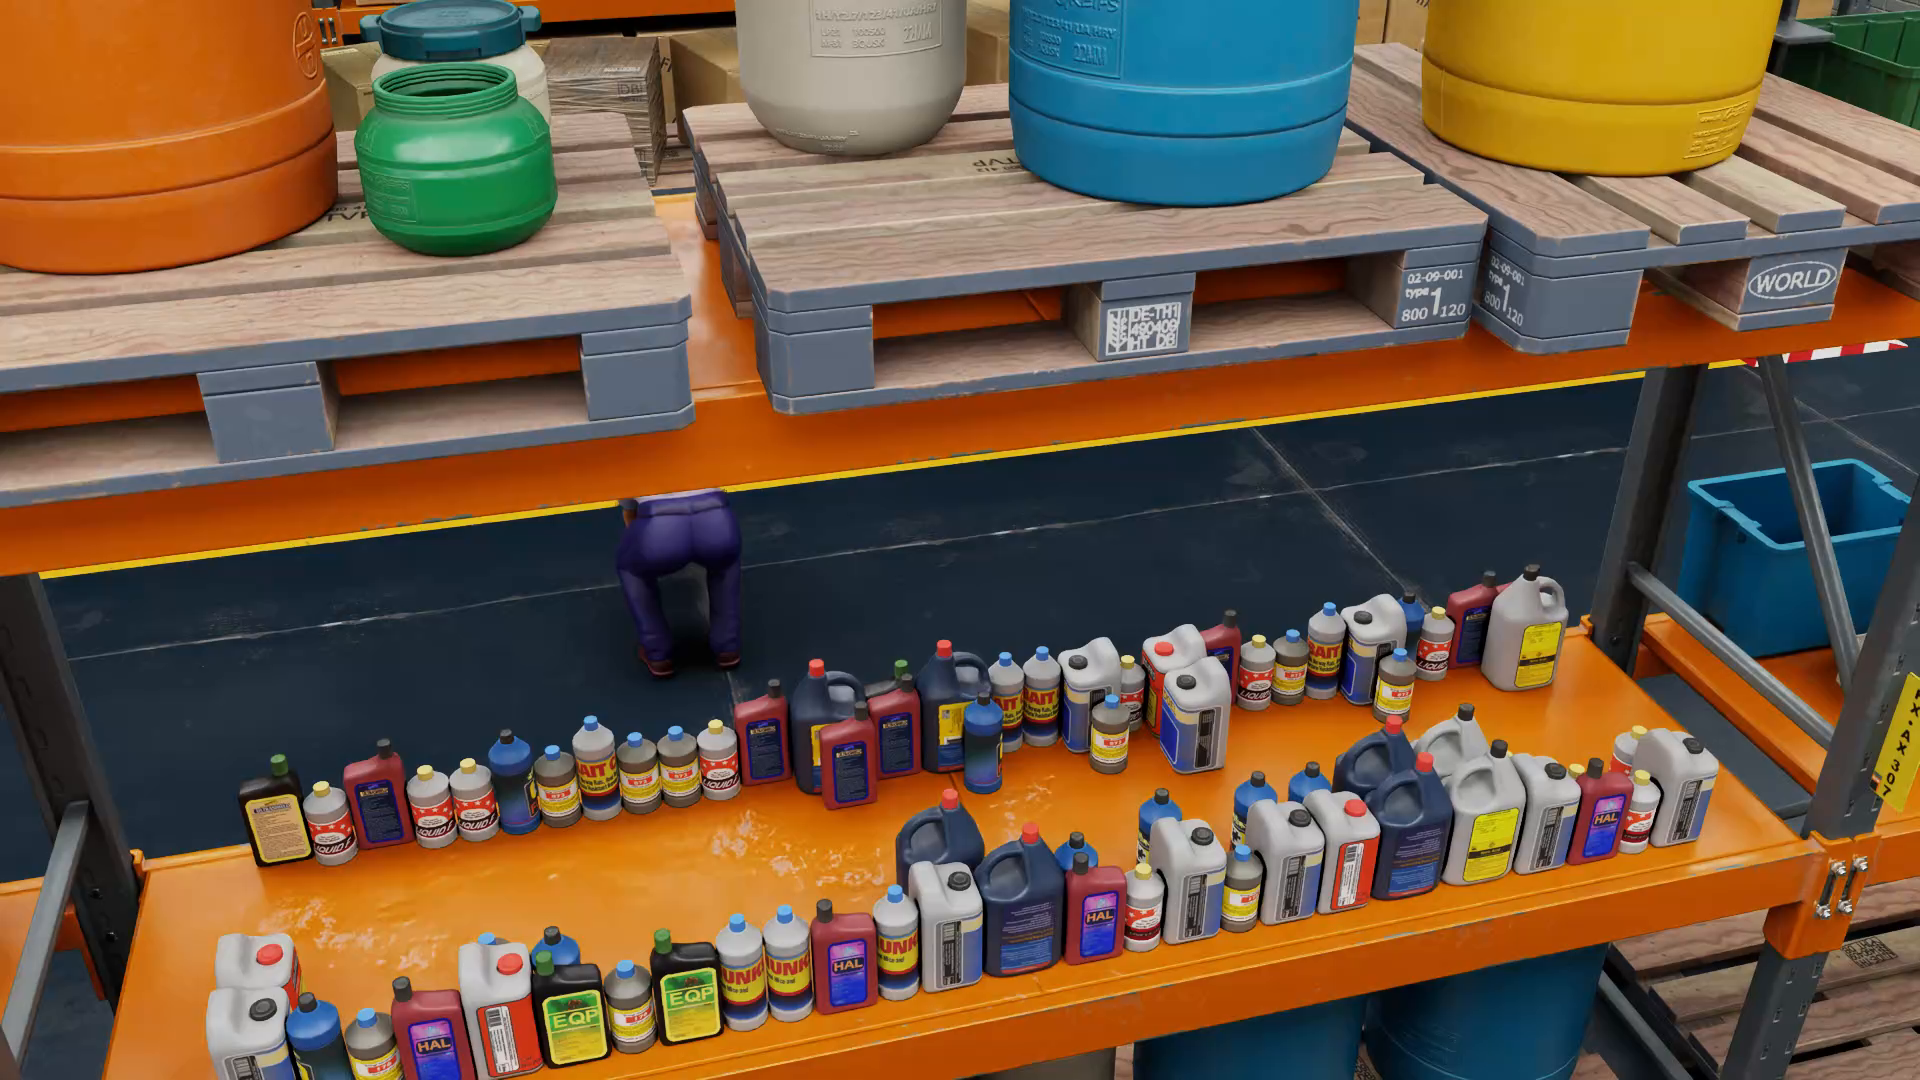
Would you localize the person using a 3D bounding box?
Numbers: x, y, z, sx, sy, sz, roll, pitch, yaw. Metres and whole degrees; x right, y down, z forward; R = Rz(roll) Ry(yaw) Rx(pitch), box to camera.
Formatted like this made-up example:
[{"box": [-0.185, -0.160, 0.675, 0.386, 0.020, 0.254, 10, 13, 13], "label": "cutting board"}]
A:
[{"box": [-1.164, -0.005, 6.825, 0.520, 0.972, 0.892, -9, 32, -15], "label": "person"}]
